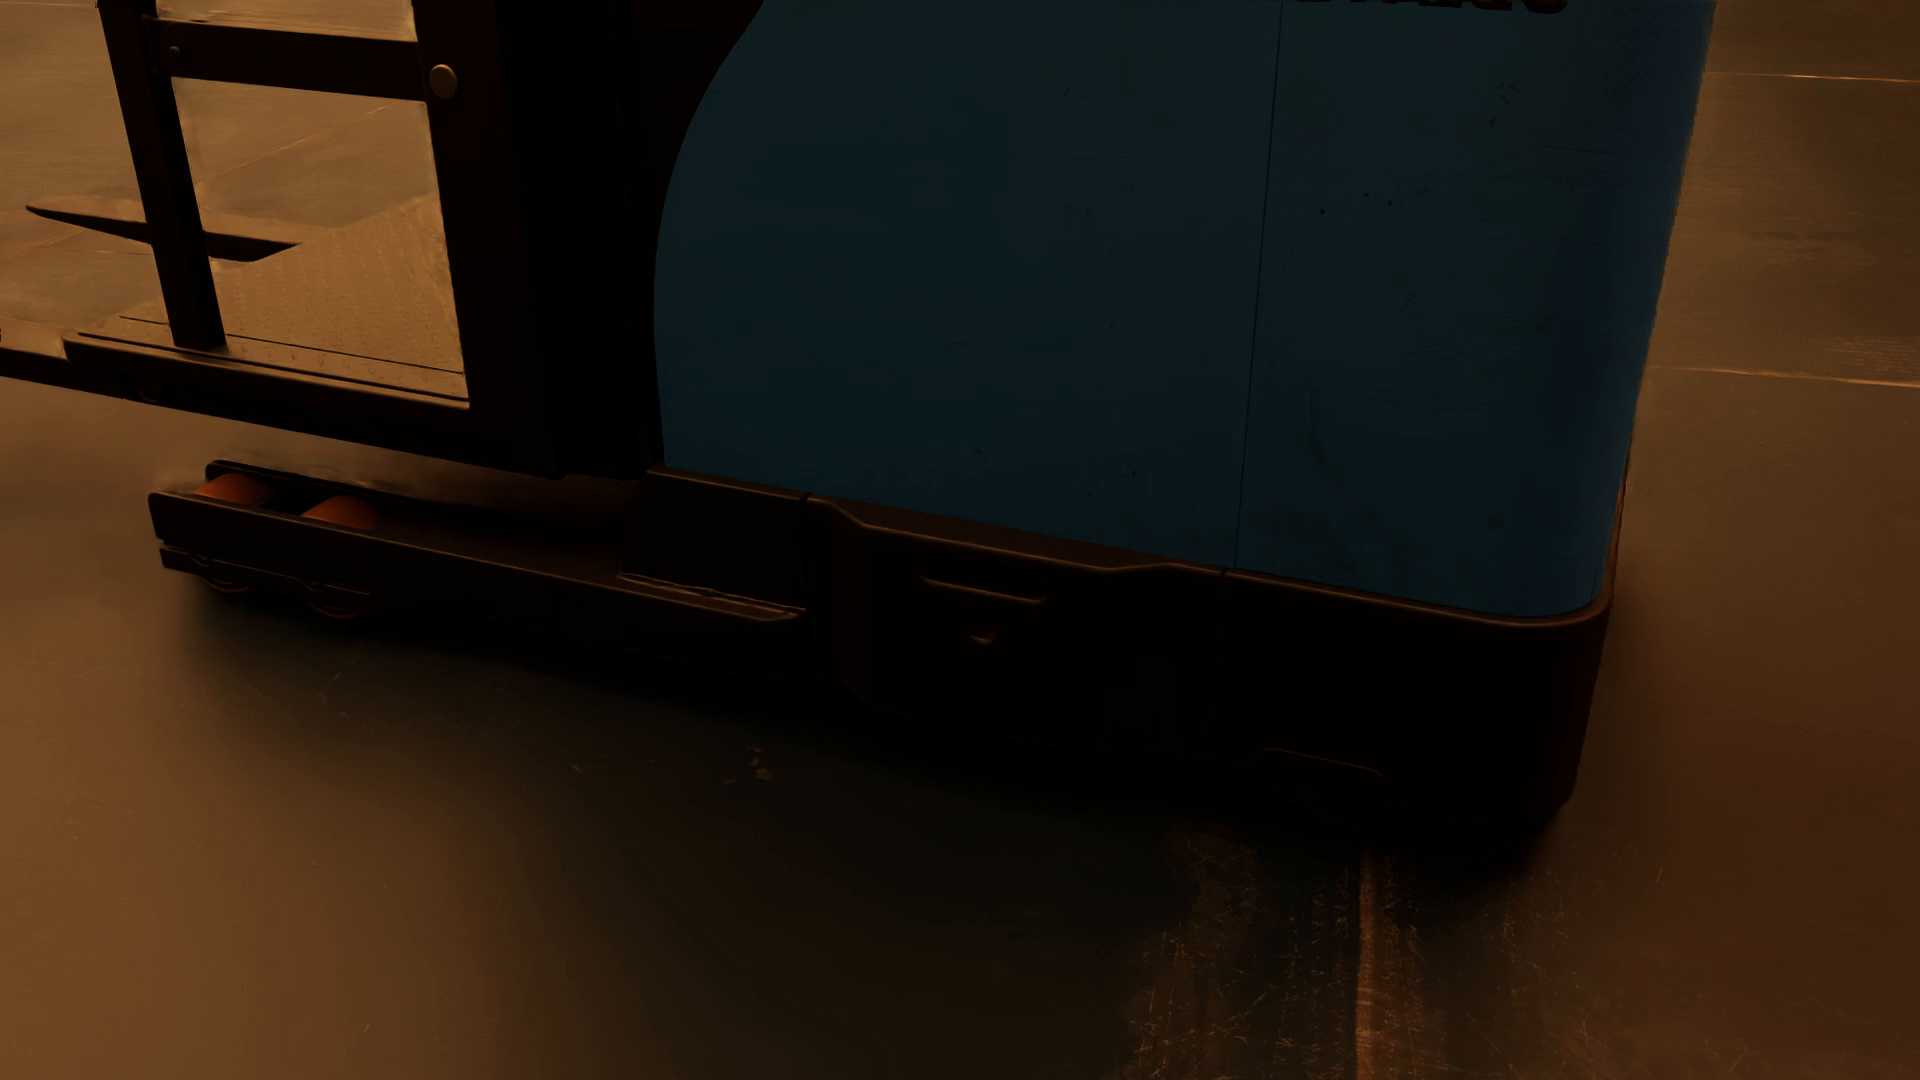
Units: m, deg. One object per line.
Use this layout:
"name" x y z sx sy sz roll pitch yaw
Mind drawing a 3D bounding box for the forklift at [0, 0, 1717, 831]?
"forklift" -0.578 -1.407 2.035 3.031 2.935 1.130 10 29 20
